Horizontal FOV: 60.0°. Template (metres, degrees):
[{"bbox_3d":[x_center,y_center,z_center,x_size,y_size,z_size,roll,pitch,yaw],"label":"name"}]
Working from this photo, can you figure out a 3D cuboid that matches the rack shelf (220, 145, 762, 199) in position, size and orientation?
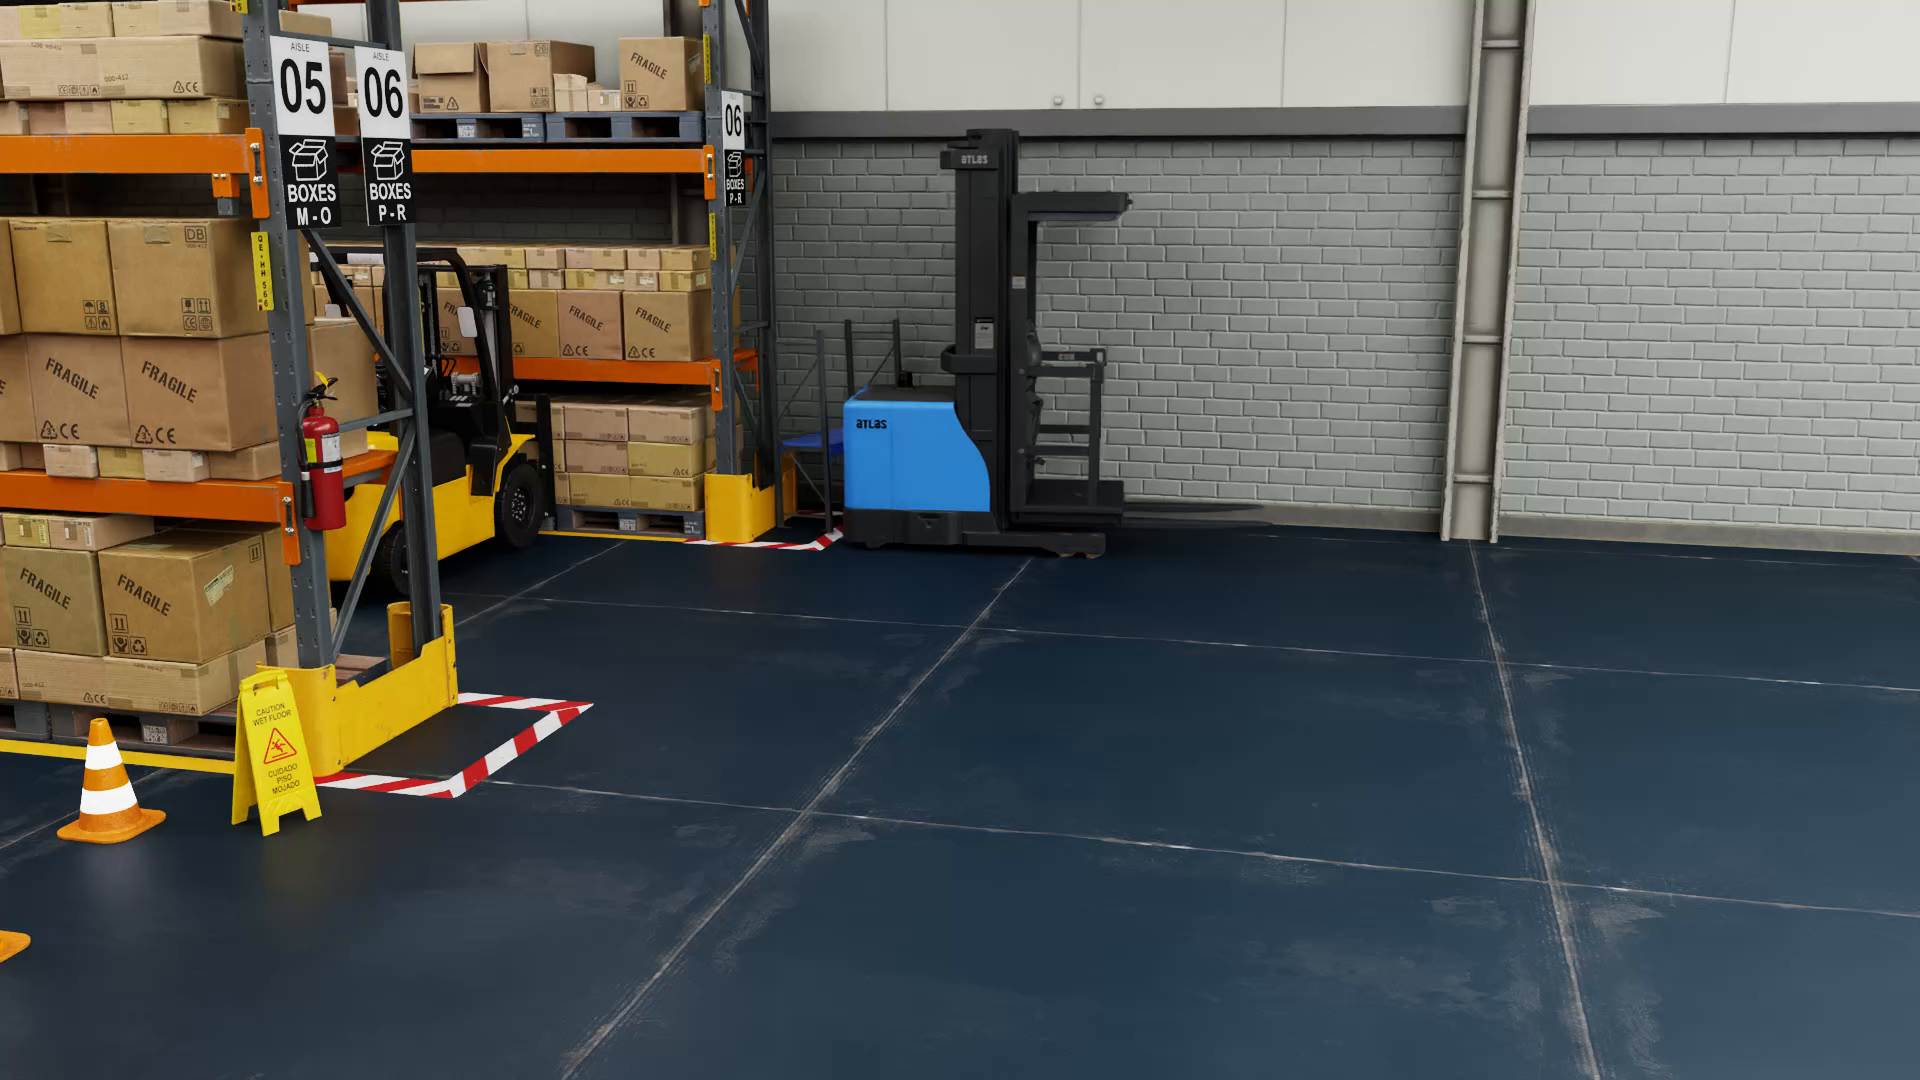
[{"bbox_3d":[-3.540,-2.788,12.611,4.000,0.370,1.077,3,13,14],"label":"rack shelf"}]

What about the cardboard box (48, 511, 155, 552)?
[{"bbox_3d":[-3.997,-0.064,7.748,0.250,0.149,0.380,3,13,15],"label":"cardboard box"}]

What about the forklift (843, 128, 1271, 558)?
[{"bbox_3d":[0.711,-1.427,11.897,3.031,2.935,1.130,1,13,6],"label":"forklift"}]

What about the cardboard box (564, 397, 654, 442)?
[{"bbox_3d":[-2.618,-0.906,12.460,0.500,0.250,0.500,3,13,15],"label":"cardboard box"}]

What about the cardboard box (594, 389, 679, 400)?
[{"bbox_3d":[-2.506,-1.012,12.940,0.500,0.250,0.500,3,13,14],"label":"cardboard box"}]

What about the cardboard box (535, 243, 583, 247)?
[{"bbox_3d":[-3.109,-2.234,12.964,0.250,0.149,0.380,3,13,12],"label":"cardboard box"}]

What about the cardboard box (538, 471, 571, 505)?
[{"bbox_3d":[-3.095,-0.447,12.704,0.500,0.250,0.500,3,13,14],"label":"cardboard box"}]

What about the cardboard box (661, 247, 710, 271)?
[{"bbox_3d":[-1.997,-2.056,12.161,0.250,0.149,0.380,3,13,14],"label":"cardboard box"}]

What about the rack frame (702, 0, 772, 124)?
[{"bbox_3d":[-1.599,-4.500,11.741,0.127,3.000,1.000,3,13,14],"label":"rack frame"}]

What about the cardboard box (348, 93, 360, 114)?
[{"bbox_3d":[-4.373,-3.247,12.399,0.250,0.149,0.380,3,13,15],"label":"cardboard box"}]

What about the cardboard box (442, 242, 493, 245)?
[{"bbox_3d":[-3.864,-2.263,13.094,0.250,0.149,0.380,3,13,13],"label":"cardboard box"}]

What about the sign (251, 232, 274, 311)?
[{"bbox_3d":[-2.937,-1.131,7.004,0.005,0.325,0.100,3,13,14],"label":"sign"}]

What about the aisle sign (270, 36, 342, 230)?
[{"bbox_3d":[-2.794,-1.732,7.114,0.004,0.787,0.394,3,13,14],"label":"aisle sign"}]

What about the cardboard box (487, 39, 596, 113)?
[{"bbox_3d":[-3.057,-3.384,12.205,0.500,0.500,0.700,3,13,14],"label":"cardboard box"}]

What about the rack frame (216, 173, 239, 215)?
[{"bbox_3d":[-5.482,-1.779,13.326,0.127,3.000,1.000,3,13,14],"label":"rack frame"}]

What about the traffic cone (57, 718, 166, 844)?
[{"bbox_3d":[-3.511,0.960,6.837,0.334,0.463,0.336,3,13,14],"label":"traffic cone"}]

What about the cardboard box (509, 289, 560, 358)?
[{"bbox_3d":[-3.138,-1.646,12.495,0.500,0.500,0.500,3,13,12],"label":"cardboard box"}]

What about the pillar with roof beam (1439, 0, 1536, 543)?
[{"bbox_3d":[2.735,-3.509,7.274,0.400,9.000,9.100,3,13,14],"label":"pillar with roof beam"}]

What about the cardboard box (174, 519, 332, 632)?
[{"bbox_3d":[-3.524,0.143,8.312,0.500,0.500,0.500,3,13,12],"label":"cardboard box"}]

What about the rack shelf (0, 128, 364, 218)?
[{"bbox_3d":[-4.726,-1.744,7.906,4.000,0.370,1.077,3,13,14],"label":"rack shelf"}]

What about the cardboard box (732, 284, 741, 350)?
[{"bbox_3d":[-2.013,-1.704,12.759,0.500,0.500,0.500,3,13,15],"label":"cardboard box"}]

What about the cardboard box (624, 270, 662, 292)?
[{"bbox_3d":[-2.258,-1.903,12.156,0.250,0.149,0.380,3,13,14],"label":"cardboard box"}]

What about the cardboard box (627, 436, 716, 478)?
[{"bbox_3d":[-2.146,-0.637,12.406,0.500,0.250,0.500,3,13,13],"label":"cardboard box"}]

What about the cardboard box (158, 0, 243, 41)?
[{"bbox_3d":[-3.183,-2.214,7.100,0.250,0.149,0.380,3,13,14],"label":"cardboard box"}]

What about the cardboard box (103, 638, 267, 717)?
[{"bbox_3d":[-3.657,0.624,7.877,0.500,0.250,0.500,3,13,13],"label":"cardboard box"}]

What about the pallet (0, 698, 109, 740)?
[{"bbox_3d":[-4.819,0.717,8.515,1.213,0.211,1.003,3,13,14],"label":"pallet"}]

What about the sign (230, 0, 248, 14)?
[{"bbox_3d":[-2.937,-2.308,6.743,0.005,0.325,0.100,3,13,14],"label":"sign"}]

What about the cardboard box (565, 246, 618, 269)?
[{"bbox_3d":[-2.728,-2.099,12.354,0.250,0.149,0.380,3,13,14],"label":"cardboard box"}]

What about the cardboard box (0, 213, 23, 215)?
[{"bbox_3d":[-4.793,-1.278,7.842,0.500,0.500,0.700,3,13,13],"label":"cardboard box"}]

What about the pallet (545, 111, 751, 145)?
[{"bbox_3d":[-2.279,-3.035,12.265,1.213,0.211,1.003,3,13,14],"label":"pallet"}]

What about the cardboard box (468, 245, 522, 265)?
[{"bbox_3d":[-3.488,-2.135,12.514,0.250,0.149,0.380,3,13,14],"label":"cardboard box"}]

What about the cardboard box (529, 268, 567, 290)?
[{"bbox_3d":[-3.003,-1.948,12.362,0.250,0.149,0.380,3,13,12],"label":"cardboard box"}]

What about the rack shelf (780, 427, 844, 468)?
[{"bbox_3d":[-0.926,-0.733,12.858,0.538,0.185,1.000,5,13,31],"label":"rack shelf"}]

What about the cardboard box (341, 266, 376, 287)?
[{"bbox_3d":[-4.503,-2.023,12.699,0.250,0.149,0.380,3,13,15],"label":"cardboard box"}]

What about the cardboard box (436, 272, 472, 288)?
[{"bbox_3d":[-3.739,-1.988,12.540,0.250,0.149,0.380,3,13,12],"label":"cardboard box"}]

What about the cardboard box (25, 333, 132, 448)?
[{"bbox_3d":[-3.862,-0.718,7.629,0.500,0.500,0.500,3,13,14],"label":"cardboard box"}]

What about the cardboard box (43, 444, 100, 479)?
[{"bbox_3d":[-3.972,-0.394,7.663,0.250,0.149,0.380,3,13,15],"label":"cardboard box"}]

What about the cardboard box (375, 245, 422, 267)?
[{"bbox_3d":[-4.235,-2.162,12.637,0.250,0.149,0.380,3,13,13],"label":"cardboard box"}]

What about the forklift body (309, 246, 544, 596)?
[{"bbox_3d":[-3.877,-0.872,11.197,1.214,2.155,2.313,3,13,14],"label":"forklift body"}]

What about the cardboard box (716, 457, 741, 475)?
[{"bbox_3d":[-2.029,-0.500,12.943,0.500,0.250,0.500,3,13,14],"label":"cardboard box"}]

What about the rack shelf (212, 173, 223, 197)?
[{"bbox_3d":[-7.424,-2.996,13.547,4.000,0.370,1.077,3,13,14],"label":"rack shelf"}]

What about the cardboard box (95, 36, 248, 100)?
[{"bbox_3d":[-3.346,-2.033,7.208,0.500,0.250,0.500,3,13,13],"label":"cardboard box"}]

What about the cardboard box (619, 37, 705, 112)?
[{"bbox_3d":[-2.087,-3.310,11.871,0.500,0.500,0.500,3,13,15],"label":"cardboard box"}]

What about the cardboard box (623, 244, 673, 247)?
[{"bbox_3d":[-2.379,-2.176,12.700,0.250,0.149,0.380,3,13,15],"label":"cardboard box"}]

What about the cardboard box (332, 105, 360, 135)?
[{"bbox_3d":[-3.029,-1.954,7.772,0.250,0.149,0.380,3,13,14],"label":"cardboard box"}]

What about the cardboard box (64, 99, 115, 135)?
[{"bbox_3d":[-3.697,-1.856,7.327,0.250,0.149,0.380,3,13,15],"label":"cardboard box"}]

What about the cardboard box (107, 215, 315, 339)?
[{"bbox_3d":[-3.333,-1.190,7.446,0.500,0.500,0.700,3,13,12],"label":"cardboard box"}]

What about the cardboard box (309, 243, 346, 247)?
[{"bbox_3d":[-4.964,-2.220,12.898,0.250,0.149,0.380,3,13,14],"label":"cardboard box"}]

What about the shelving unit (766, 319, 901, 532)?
[{"bbox_3d":[-0.932,-0.910,12.823,0.538,1.500,1.048,5,13,31],"label":"shelving unit"}]

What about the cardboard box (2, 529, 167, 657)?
[{"bbox_3d":[-4.132,0.231,7.915,0.500,0.500,0.500,4,13,16],"label":"cardboard box"}]

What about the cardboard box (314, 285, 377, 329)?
[{"bbox_3d":[-4.604,-1.726,12.858,0.500,0.500,0.500,3,13,15],"label":"cardboard box"}]

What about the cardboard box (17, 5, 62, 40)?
[{"bbox_3d":[-3.911,-2.269,7.347,0.250,0.149,0.380,3,13,14],"label":"cardboard box"}]

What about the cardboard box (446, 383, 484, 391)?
[{"bbox_3d":[-3.975,-1.093,13.303,0.500,0.250,0.500,3,13,14],"label":"cardboard box"}]

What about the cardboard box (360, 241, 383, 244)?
[{"bbox_3d":[-4.606,-2.304,13.277,0.250,0.149,0.380,3,13,13],"label":"cardboard box"}]

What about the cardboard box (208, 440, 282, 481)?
[{"bbox_3d":[-3.199,-0.379,7.597,0.250,0.149,0.380,4,13,15],"label":"cardboard box"}]
